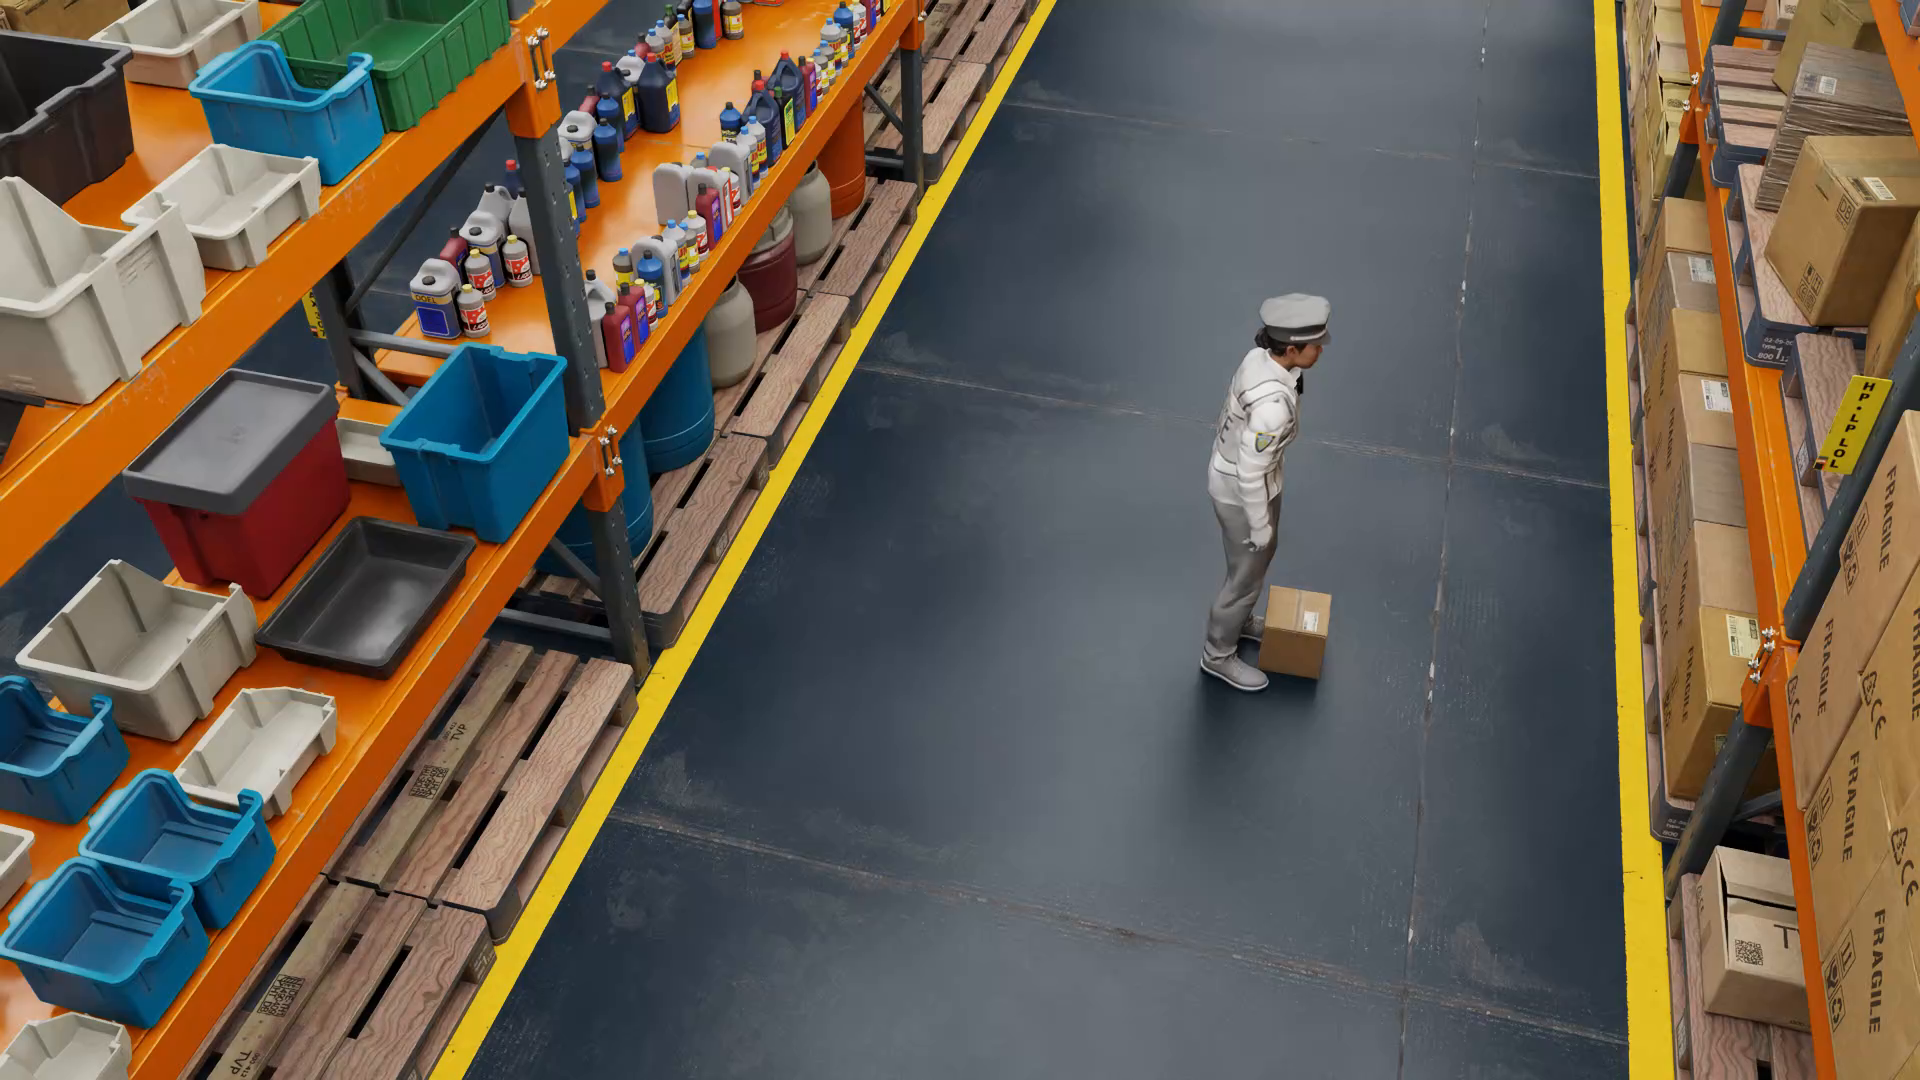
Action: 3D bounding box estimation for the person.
[{"bbox_3d":[1.152,-0.194,6.375,0.413,1.665,0.546,8,42,9],"label":"person"}]
